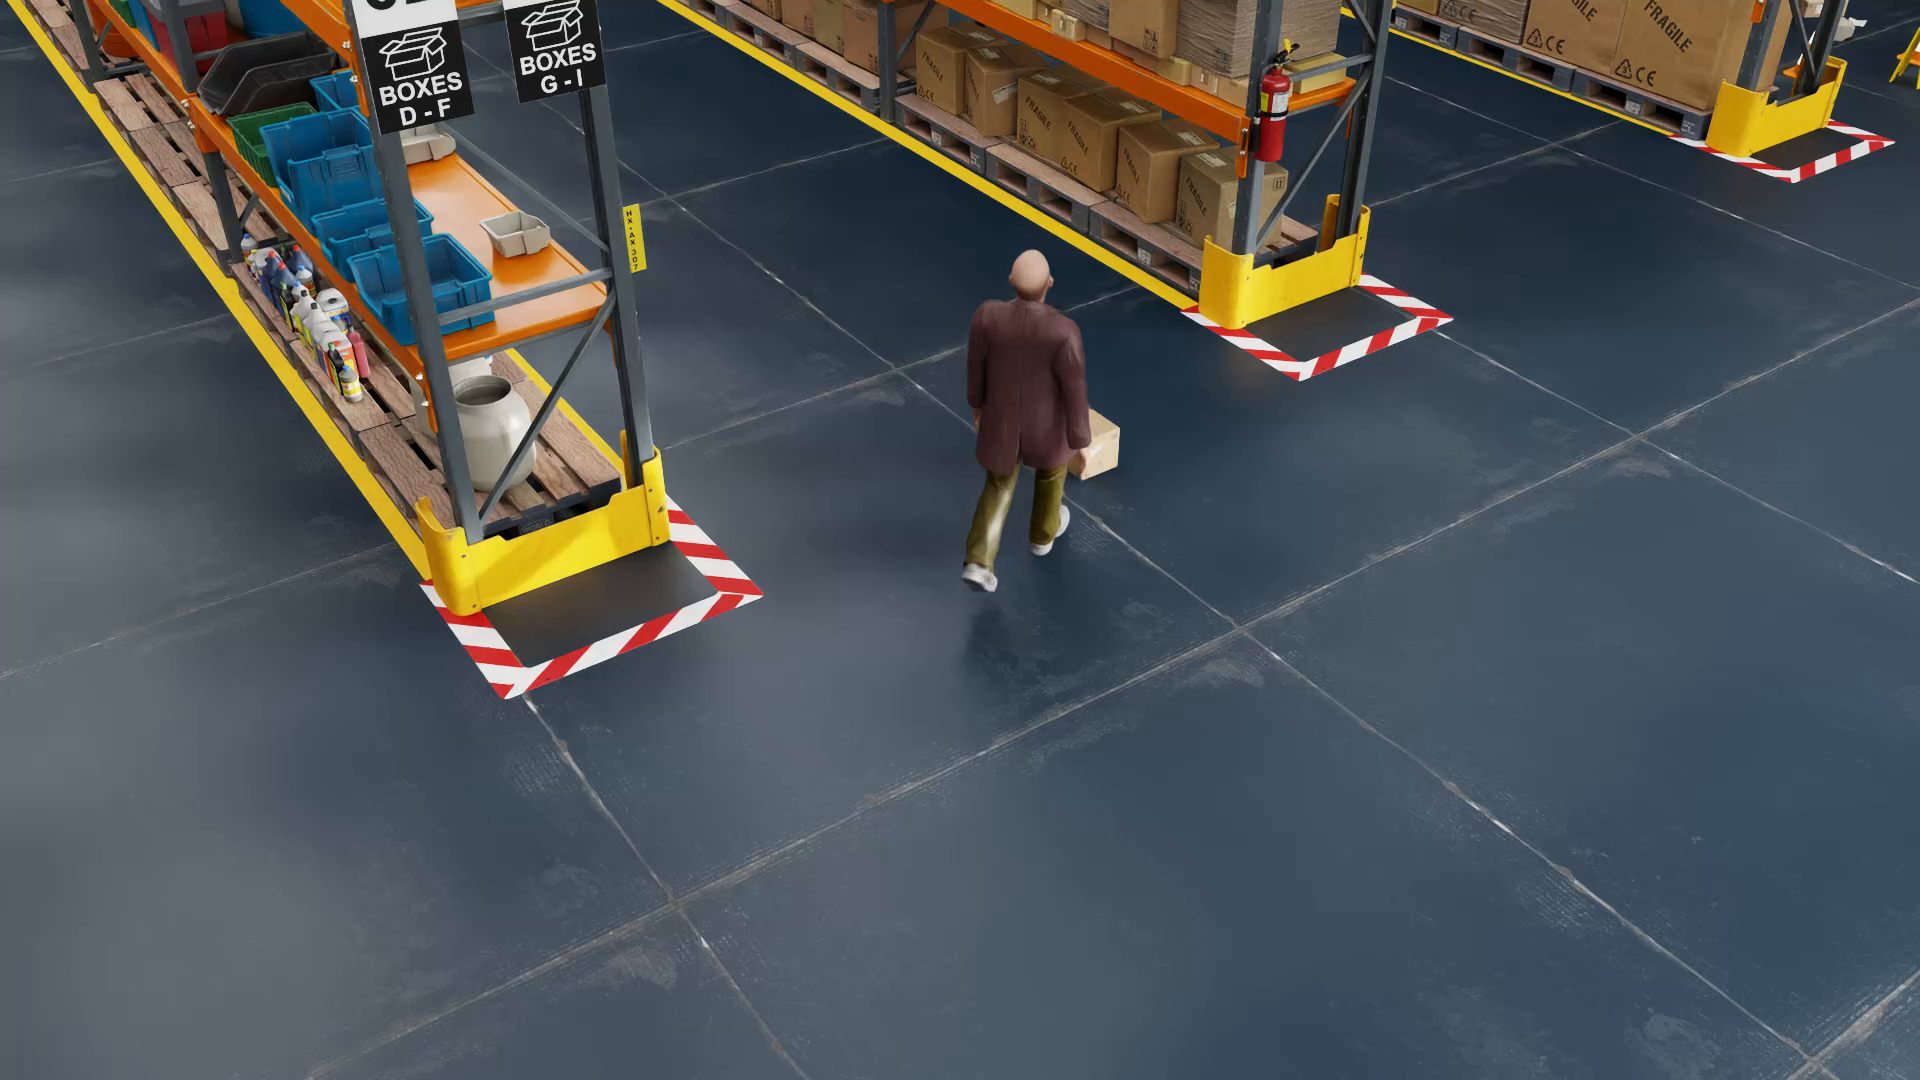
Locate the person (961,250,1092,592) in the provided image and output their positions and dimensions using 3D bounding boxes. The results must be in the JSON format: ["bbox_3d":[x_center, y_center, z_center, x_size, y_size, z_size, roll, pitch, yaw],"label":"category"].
[{"bbox_3d":[0.315,-0.551,7.781,0.655,1.741,1.016,11,37,14],"label":"person"}]
